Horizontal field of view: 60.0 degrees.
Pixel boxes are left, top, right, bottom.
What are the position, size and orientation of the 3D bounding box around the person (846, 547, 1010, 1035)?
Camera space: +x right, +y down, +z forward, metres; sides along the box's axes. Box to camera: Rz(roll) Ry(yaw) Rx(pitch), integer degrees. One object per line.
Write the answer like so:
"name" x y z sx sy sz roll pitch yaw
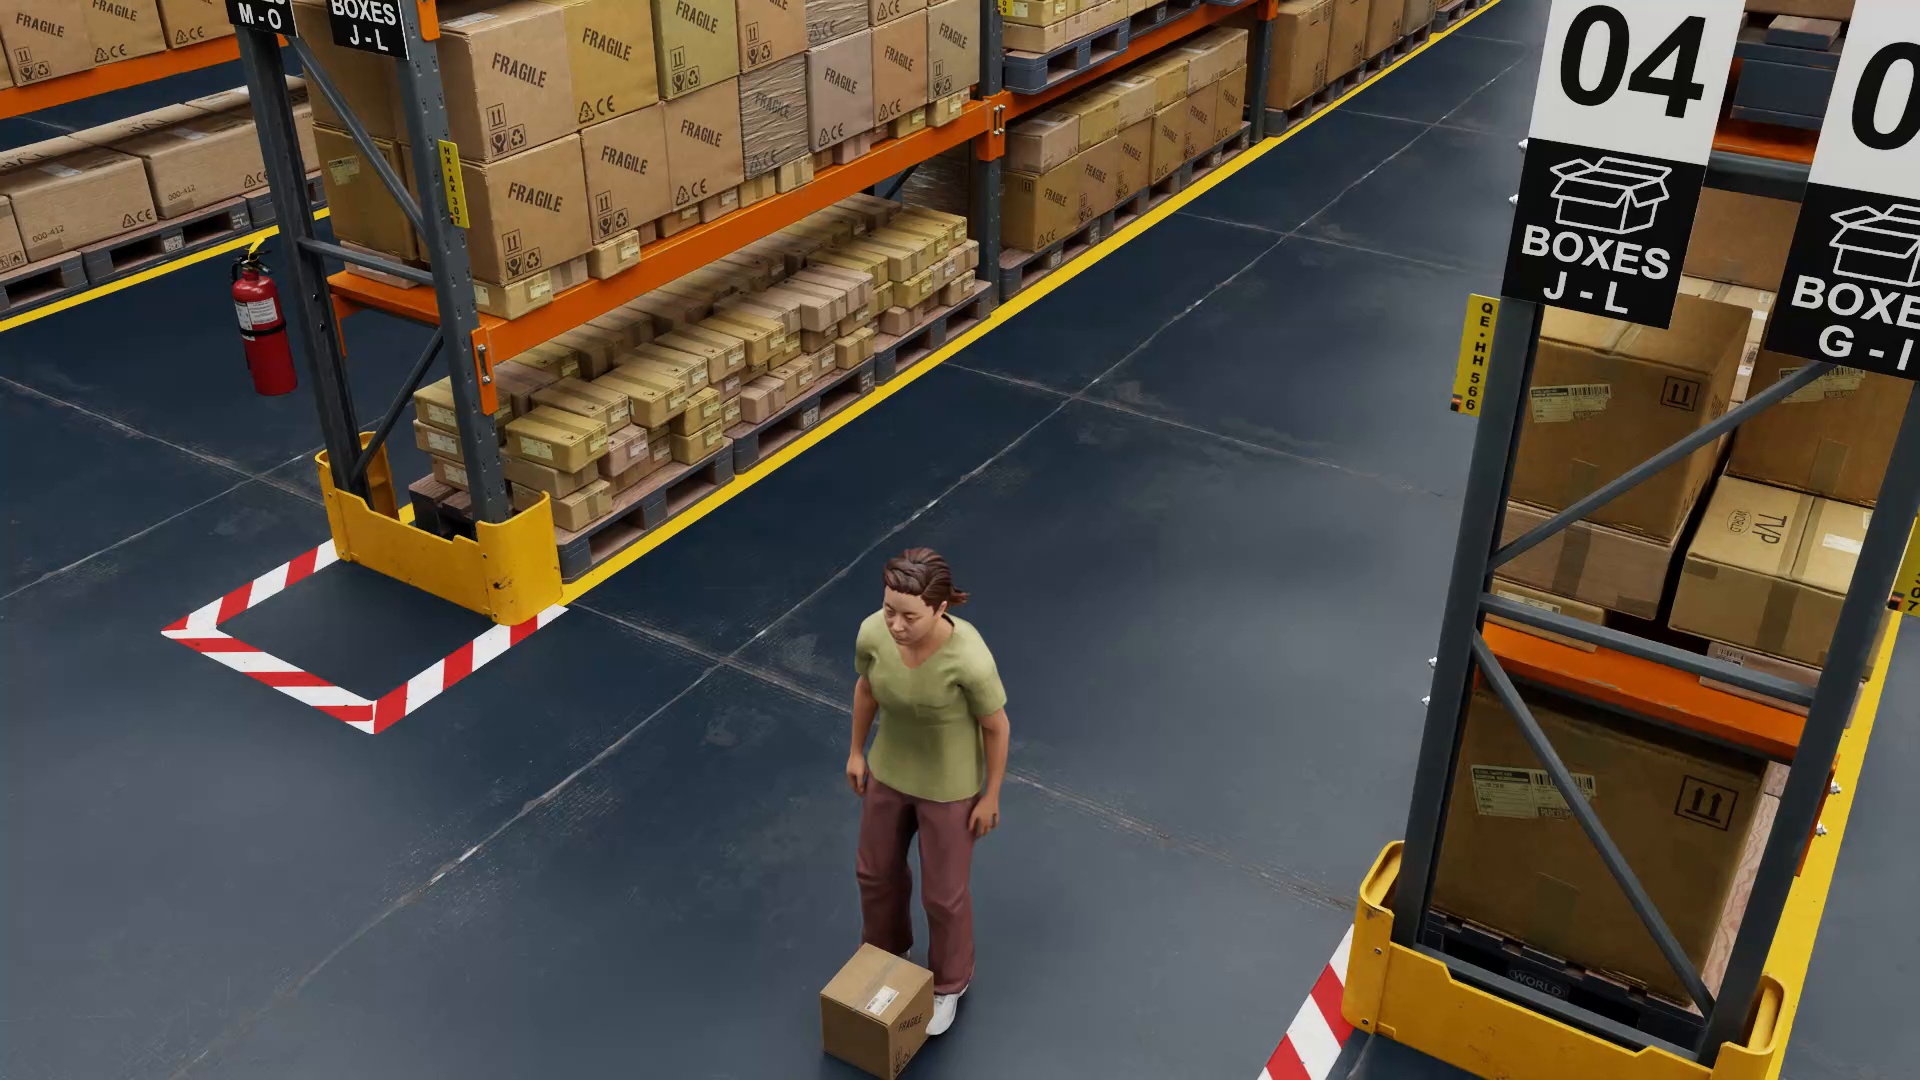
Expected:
"person" -0.121 0.725 4.908 0.520 1.671 0.364 16 34 24
